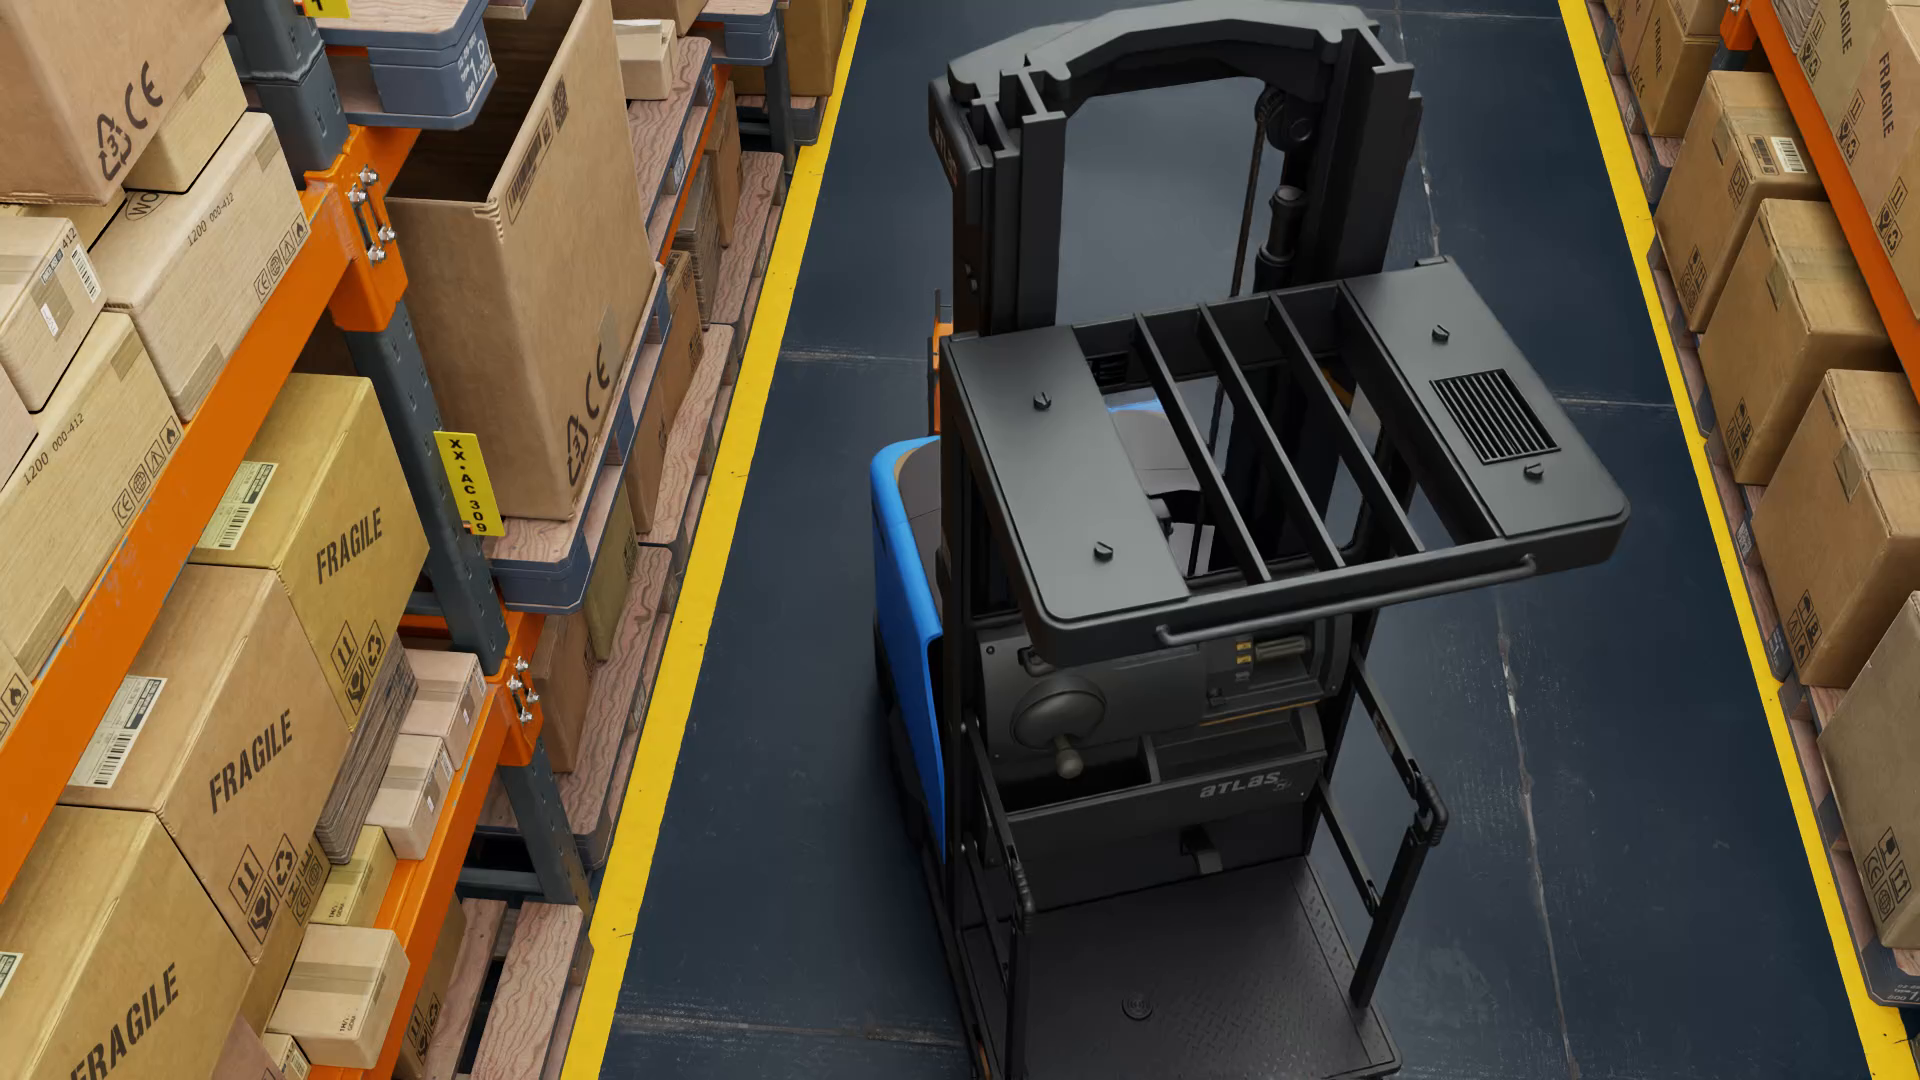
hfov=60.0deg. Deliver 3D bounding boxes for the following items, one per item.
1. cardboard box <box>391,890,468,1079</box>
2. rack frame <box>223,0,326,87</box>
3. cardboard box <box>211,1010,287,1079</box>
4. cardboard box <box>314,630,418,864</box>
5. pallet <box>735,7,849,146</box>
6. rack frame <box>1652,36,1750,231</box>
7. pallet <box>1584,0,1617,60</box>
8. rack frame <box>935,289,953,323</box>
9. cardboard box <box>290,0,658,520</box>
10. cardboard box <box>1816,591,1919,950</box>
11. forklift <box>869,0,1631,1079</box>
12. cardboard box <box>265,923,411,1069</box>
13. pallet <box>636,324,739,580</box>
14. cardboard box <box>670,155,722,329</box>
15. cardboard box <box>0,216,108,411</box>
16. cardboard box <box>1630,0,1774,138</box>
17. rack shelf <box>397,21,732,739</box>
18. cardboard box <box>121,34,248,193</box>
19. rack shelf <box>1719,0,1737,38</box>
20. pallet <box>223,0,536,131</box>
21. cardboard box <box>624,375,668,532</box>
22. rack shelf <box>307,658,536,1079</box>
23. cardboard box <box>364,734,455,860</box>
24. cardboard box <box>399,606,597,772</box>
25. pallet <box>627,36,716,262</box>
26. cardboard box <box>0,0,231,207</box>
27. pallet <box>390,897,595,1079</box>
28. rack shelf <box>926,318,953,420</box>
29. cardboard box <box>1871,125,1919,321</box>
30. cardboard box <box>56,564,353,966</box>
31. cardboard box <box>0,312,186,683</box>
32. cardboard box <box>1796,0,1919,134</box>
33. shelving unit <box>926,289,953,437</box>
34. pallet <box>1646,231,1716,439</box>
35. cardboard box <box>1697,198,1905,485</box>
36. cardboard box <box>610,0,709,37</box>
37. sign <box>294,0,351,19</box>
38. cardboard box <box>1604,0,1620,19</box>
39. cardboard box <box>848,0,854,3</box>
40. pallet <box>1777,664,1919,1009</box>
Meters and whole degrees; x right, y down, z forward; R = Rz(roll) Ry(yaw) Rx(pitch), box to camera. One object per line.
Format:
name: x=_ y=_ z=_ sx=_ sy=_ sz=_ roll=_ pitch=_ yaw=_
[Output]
cardboard box: x=-1.722 y=1.131 z=4.592 sx=0.500 sy=0.500 sz=0.500 roll=3 pitch=48 yaw=2
rack frame: x=-1.646 y=-1.886 z=1.877 sx=1.000 sy=3.000 sz=0.127 roll=4 pitch=48 yaw=4
cardboard box: x=-1.775 y=1.070 z=2.969 sx=0.875 sy=0.500 sz=0.500 roll=4 pitch=48 yaw=4
cardboard box: x=-1.749 y=0.331 z=3.645 sx=0.875 sy=0.500 sz=0.500 roll=4 pitch=48 yaw=4
pallet: x=-1.135 y=-2.434 z=8.333 sx=1.003 sy=0.211 sz=1.213 roll=4 pitch=48 yaw=4
rack frame: x=3.649 y=-2.393 z=6.406 sx=1.000 sy=3.000 sz=0.127 roll=4 pitch=48 yaw=4
pallet: x=3.835 y=-2.920 z=8.778 sx=1.003 sy=0.211 sz=1.213 roll=4 pitch=48 yaw=4
rack frame: x=0.016 y=-0.483 z=5.981 sx=0.200 sy=1.050 sz=0.008 roll=4 pitch=48 yaw=4
cardboard box: x=-1.434 y=-0.780 z=4.240 sx=1.000 sy=1.000 sz=1.000 roll=4 pitch=48 yaw=4
cardboard box: x=3.251 y=0.702 z=4.816 sx=1.050 sy=0.750 sz=0.750 roll=4 pitch=48 yaw=3
forklift: x=0.558 y=0.420 z=3.880 sx=1.130 sy=2.935 sz=3.031 roll=-10 pitch=48 yaw=-9
cardboard box: x=-1.400 y=0.955 z=3.514 sx=0.380 sy=0.149 sz=0.250 roll=4 pitch=48 yaw=4
pallet: x=-1.468 y=-0.392 z=6.465 sx=1.003 sy=0.211 sz=1.213 roll=4 pitch=48 yaw=4
cardboard box: x=-1.360 y=-1.204 z=6.714 sx=0.700 sy=0.500 sz=0.500 roll=0 pitch=48 yaw=0
cardboard box: x=-1.440 y=-0.319 z=2.308 sx=0.380 sy=0.149 sz=0.250 roll=2 pitch=48 yaw=2
cardboard box: x=3.448 y=-2.192 z=7.632 sx=0.500 sy=0.500 sz=0.500 roll=4 pitch=48 yaw=3
rack shelf: x=-1.464 y=-1.089 z=5.700 sx=1.077 sy=0.370 sz=4.000 roll=4 pitch=48 yaw=4
cardboard box: x=-1.388 y=-0.700 z=2.656 sx=0.380 sy=0.149 sz=0.250 roll=5 pitch=48 yaw=5
rack shelf: x=3.831 y=-3.620 z=8.016 sx=1.077 sy=0.370 sz=4.000 roll=4 pitch=48 yaw=4
pallet: x=-1.484 y=-1.257 z=3.461 sx=1.213 sy=0.211 sz=1.003 roll=4 pitch=48 yaw=4
cardboard box: x=-1.456 y=-0.377 z=5.958 sx=0.700 sy=0.500 sz=0.500 roll=0 pitch=48 yaw=0
rack shelf: x=-1.828 y=1.851 z=3.012 sx=1.077 sy=0.370 sz=4.000 roll=4 pitch=48 yaw=4
cardboard box: x=-1.405 y=0.584 z=3.853 sx=0.380 sy=0.149 sz=0.250 roll=4 pitch=48 yaw=4
cardboard box: x=-1.569 y=0.384 z=5.262 sx=0.700 sy=0.500 sz=0.500 roll=1 pitch=48 yaw=1
pallet: x=-1.421 y=-1.279 z=5.517 sx=1.003 sy=0.211 sz=1.213 roll=4 pitch=48 yaw=4
cardboard box: x=-1.433 y=-0.829 z=2.335 sx=0.500 sy=0.500 sz=0.500 roll=3 pitch=48 yaw=2
pallet: x=-1.672 y=1.575 z=4.666 sx=1.003 sy=0.211 sz=1.213 roll=4 pitch=48 yaw=4
rack shelf: x=0.005 y=-0.578 z=5.697 sx=0.215 sy=0.259 sz=0.240 roll=4 pitch=48 yaw=4
cardboard box: x=3.201 y=-1.005 z=5.069 sx=0.500 sy=0.500 sz=0.500 roll=3 pitch=48 yaw=3
cardboard box: x=-1.457 y=0.383 z=2.920 sx=0.500 sy=0.500 sz=0.500 roll=4 pitch=48 yaw=4
cardboard box: x=-1.486 y=-0.088 z=2.366 sx=0.500 sy=0.250 sz=0.500 roll=5 pitch=48 yaw=5
cardboard box: x=3.295 y=-1.741 z=5.742 sx=0.500 sy=0.500 sz=0.500 roll=3 pitch=48 yaw=3
shelving unit: x=0.005 y=-0.394 z=5.899 sx=0.215 sy=1.050 sz=0.252 roll=4 pitch=48 yaw=4
pallet: x=3.502 y=-0.878 z=6.910 sx=1.003 sy=0.211 sz=1.213 roll=4 pitch=48 yaw=4
cardboard box: x=3.427 y=-0.692 z=6.090 sx=1.050 sy=0.750 sz=0.750 roll=5 pitch=48 yaw=4
cardboard box: x=-1.242 y=-2.160 z=5.840 sx=0.700 sy=0.500 sz=0.500 roll=10 pitch=48 yaw=9
sign: x=-1.105 y=-1.018 z=2.765 sx=0.100 sy=0.325 sz=0.005 roll=4 pitch=48 yaw=4
cardboard box: x=3.531 y=-2.963 z=8.337 sx=0.500 sy=0.500 sz=0.500 roll=2 pitch=48 yaw=2
cardboard box: x=-1.109 y=-3.386 z=8.469 sx=1.225 sy=0.875 sz=0.875 roll=4 pitch=48 yaw=4
pallet: x=3.279 y=0.915 z=5.270 sx=1.003 sy=0.211 sz=1.213 roll=4 pitch=48 yaw=4
